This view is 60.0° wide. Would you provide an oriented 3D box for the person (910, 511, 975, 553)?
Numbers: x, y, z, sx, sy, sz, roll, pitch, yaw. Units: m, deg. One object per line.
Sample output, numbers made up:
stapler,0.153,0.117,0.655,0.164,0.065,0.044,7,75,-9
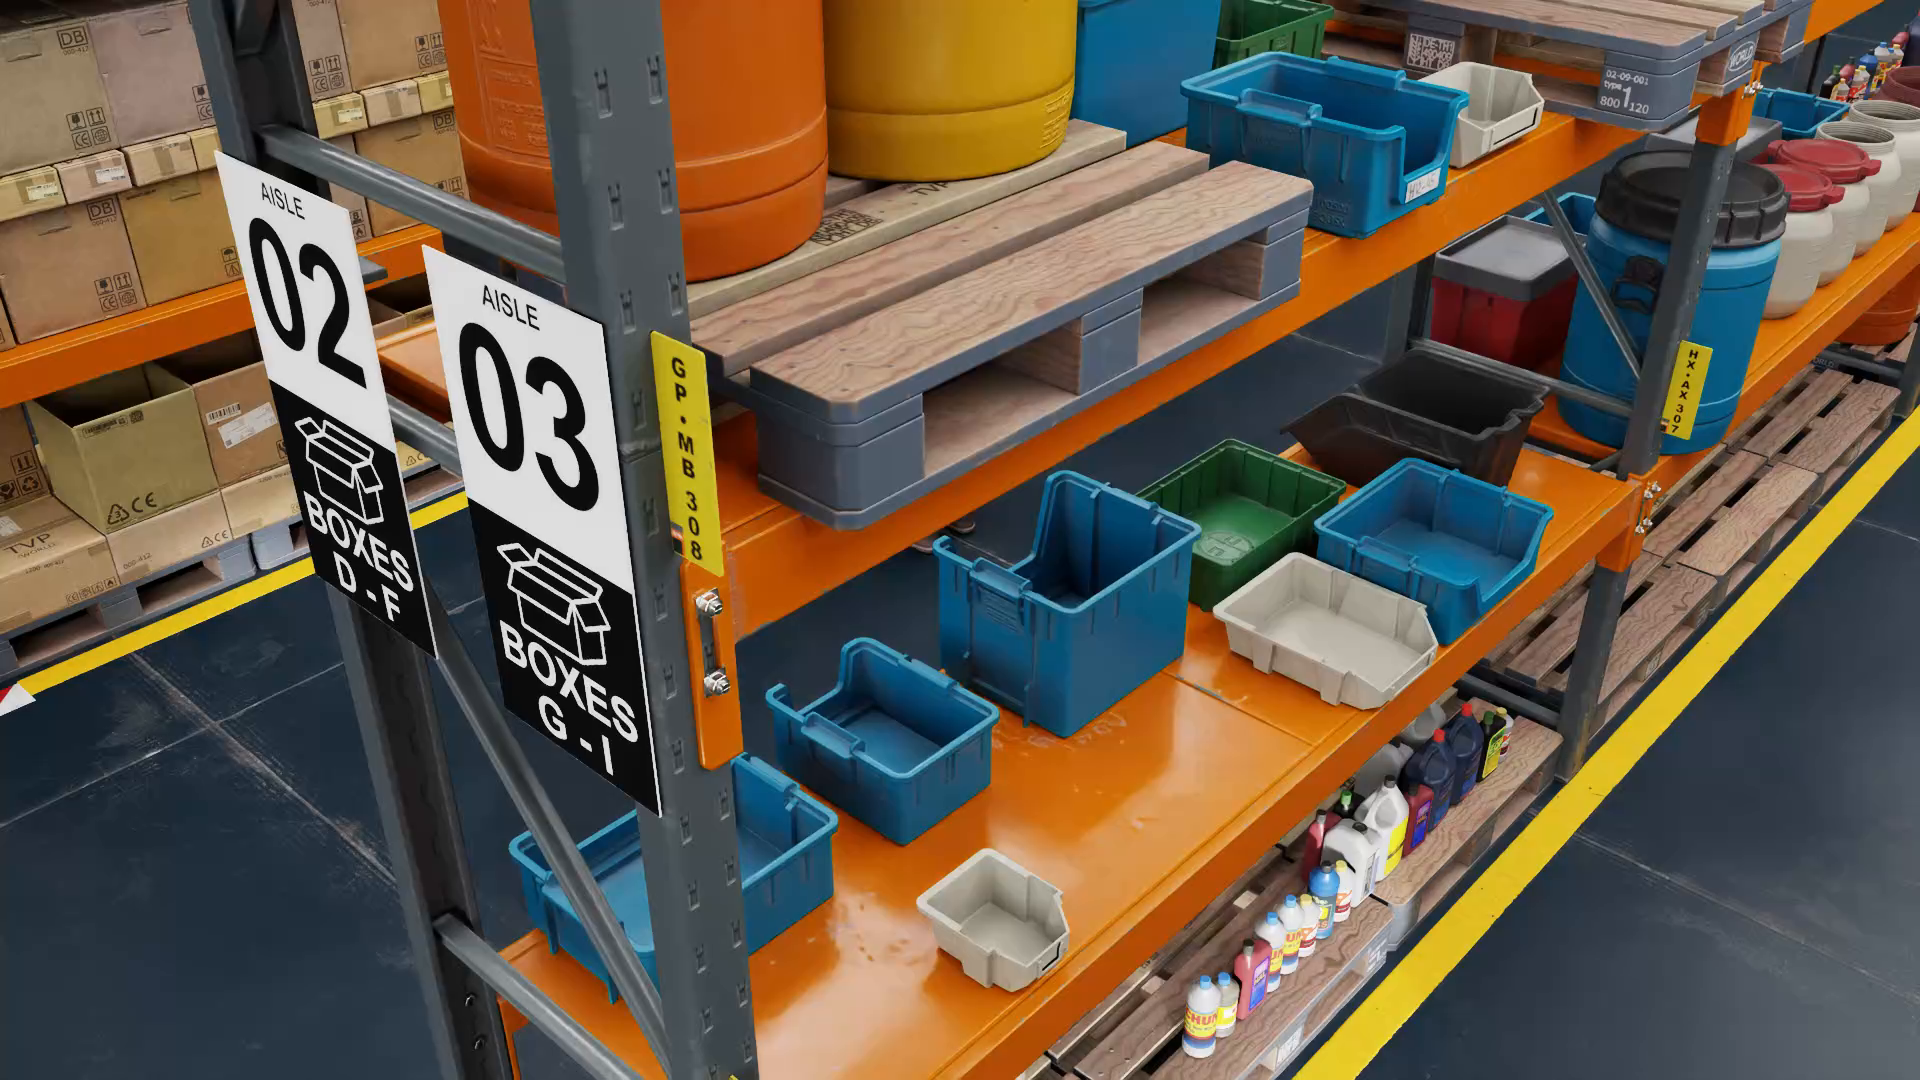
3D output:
person,-0.171,-0.748,7.370,0.523,1.647,0.450,26,40,36
